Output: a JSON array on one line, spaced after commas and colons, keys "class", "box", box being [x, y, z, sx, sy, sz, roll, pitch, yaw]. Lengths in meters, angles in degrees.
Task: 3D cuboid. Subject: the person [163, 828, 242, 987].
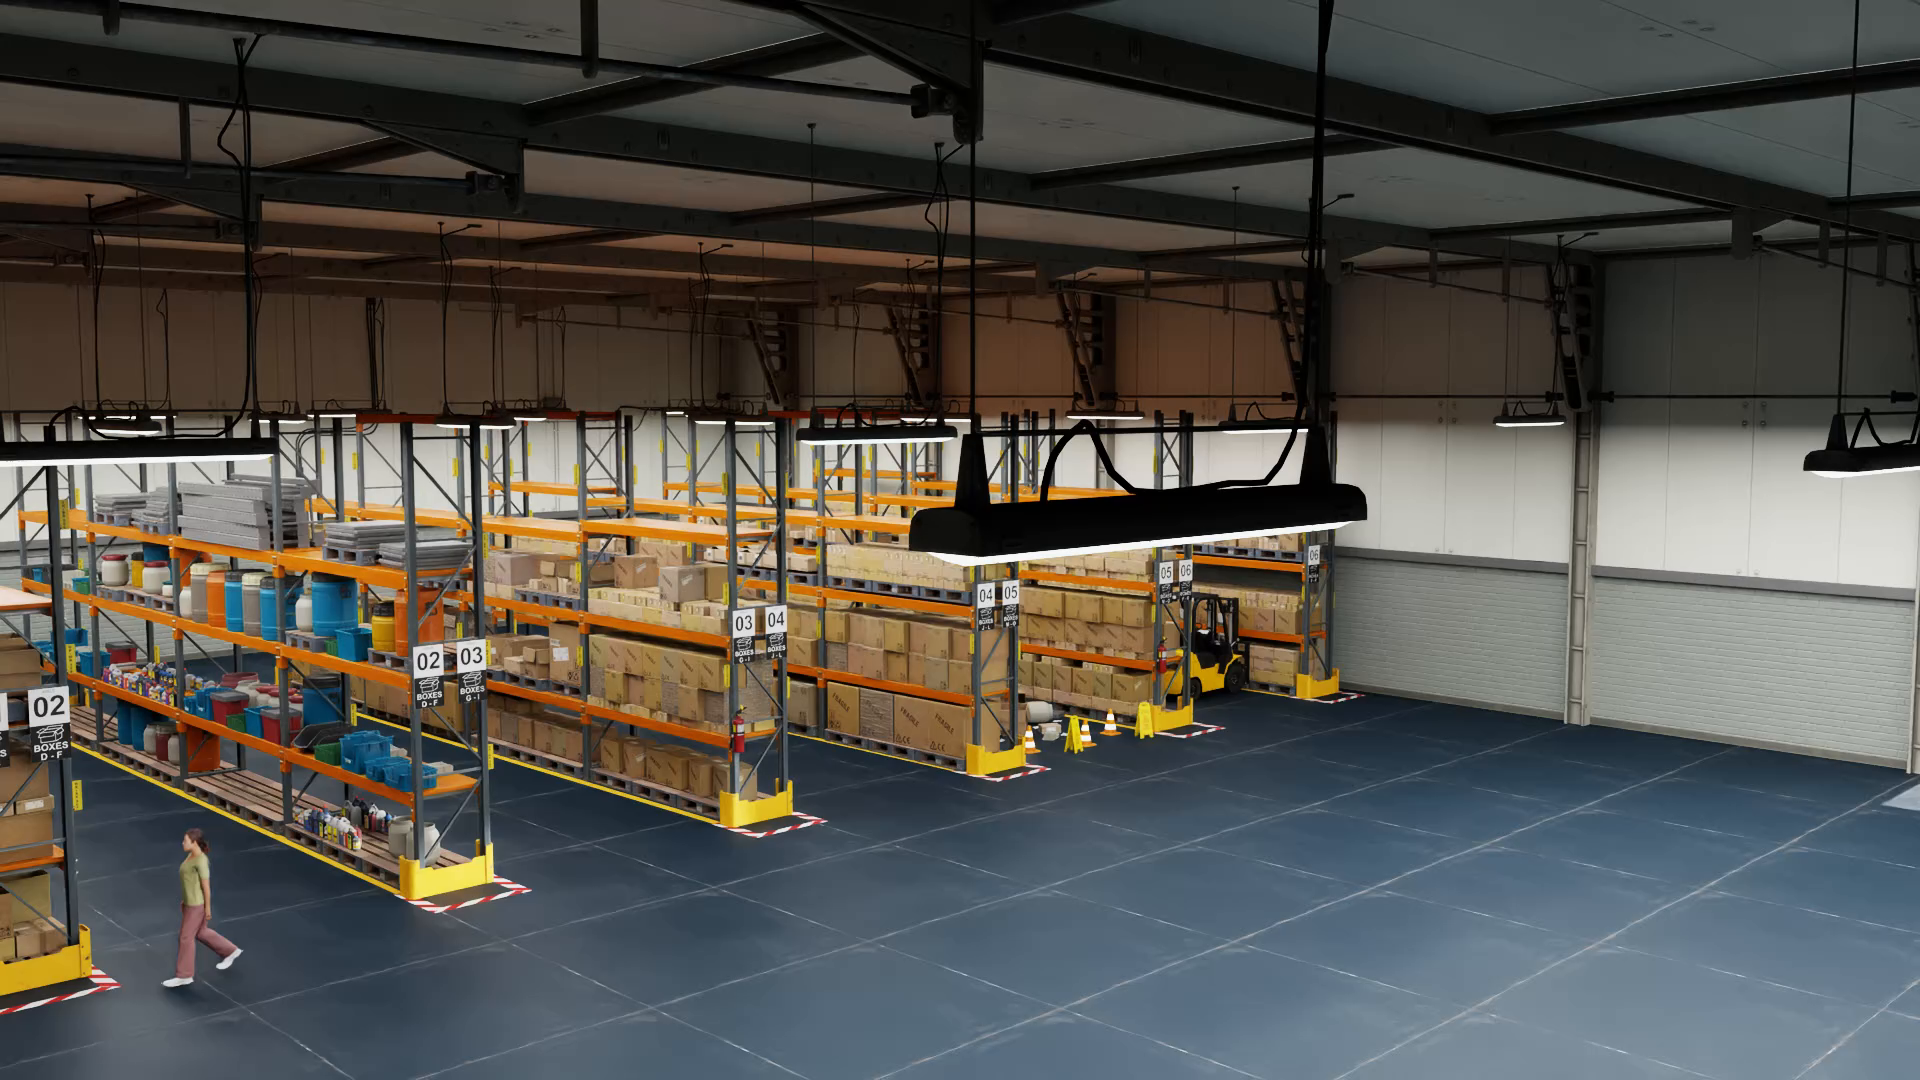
[{"class": "person", "box": [-8.238, 3.947, 18.028, 0.828, 1.629, 0.441, -3, 6, -32]}]
